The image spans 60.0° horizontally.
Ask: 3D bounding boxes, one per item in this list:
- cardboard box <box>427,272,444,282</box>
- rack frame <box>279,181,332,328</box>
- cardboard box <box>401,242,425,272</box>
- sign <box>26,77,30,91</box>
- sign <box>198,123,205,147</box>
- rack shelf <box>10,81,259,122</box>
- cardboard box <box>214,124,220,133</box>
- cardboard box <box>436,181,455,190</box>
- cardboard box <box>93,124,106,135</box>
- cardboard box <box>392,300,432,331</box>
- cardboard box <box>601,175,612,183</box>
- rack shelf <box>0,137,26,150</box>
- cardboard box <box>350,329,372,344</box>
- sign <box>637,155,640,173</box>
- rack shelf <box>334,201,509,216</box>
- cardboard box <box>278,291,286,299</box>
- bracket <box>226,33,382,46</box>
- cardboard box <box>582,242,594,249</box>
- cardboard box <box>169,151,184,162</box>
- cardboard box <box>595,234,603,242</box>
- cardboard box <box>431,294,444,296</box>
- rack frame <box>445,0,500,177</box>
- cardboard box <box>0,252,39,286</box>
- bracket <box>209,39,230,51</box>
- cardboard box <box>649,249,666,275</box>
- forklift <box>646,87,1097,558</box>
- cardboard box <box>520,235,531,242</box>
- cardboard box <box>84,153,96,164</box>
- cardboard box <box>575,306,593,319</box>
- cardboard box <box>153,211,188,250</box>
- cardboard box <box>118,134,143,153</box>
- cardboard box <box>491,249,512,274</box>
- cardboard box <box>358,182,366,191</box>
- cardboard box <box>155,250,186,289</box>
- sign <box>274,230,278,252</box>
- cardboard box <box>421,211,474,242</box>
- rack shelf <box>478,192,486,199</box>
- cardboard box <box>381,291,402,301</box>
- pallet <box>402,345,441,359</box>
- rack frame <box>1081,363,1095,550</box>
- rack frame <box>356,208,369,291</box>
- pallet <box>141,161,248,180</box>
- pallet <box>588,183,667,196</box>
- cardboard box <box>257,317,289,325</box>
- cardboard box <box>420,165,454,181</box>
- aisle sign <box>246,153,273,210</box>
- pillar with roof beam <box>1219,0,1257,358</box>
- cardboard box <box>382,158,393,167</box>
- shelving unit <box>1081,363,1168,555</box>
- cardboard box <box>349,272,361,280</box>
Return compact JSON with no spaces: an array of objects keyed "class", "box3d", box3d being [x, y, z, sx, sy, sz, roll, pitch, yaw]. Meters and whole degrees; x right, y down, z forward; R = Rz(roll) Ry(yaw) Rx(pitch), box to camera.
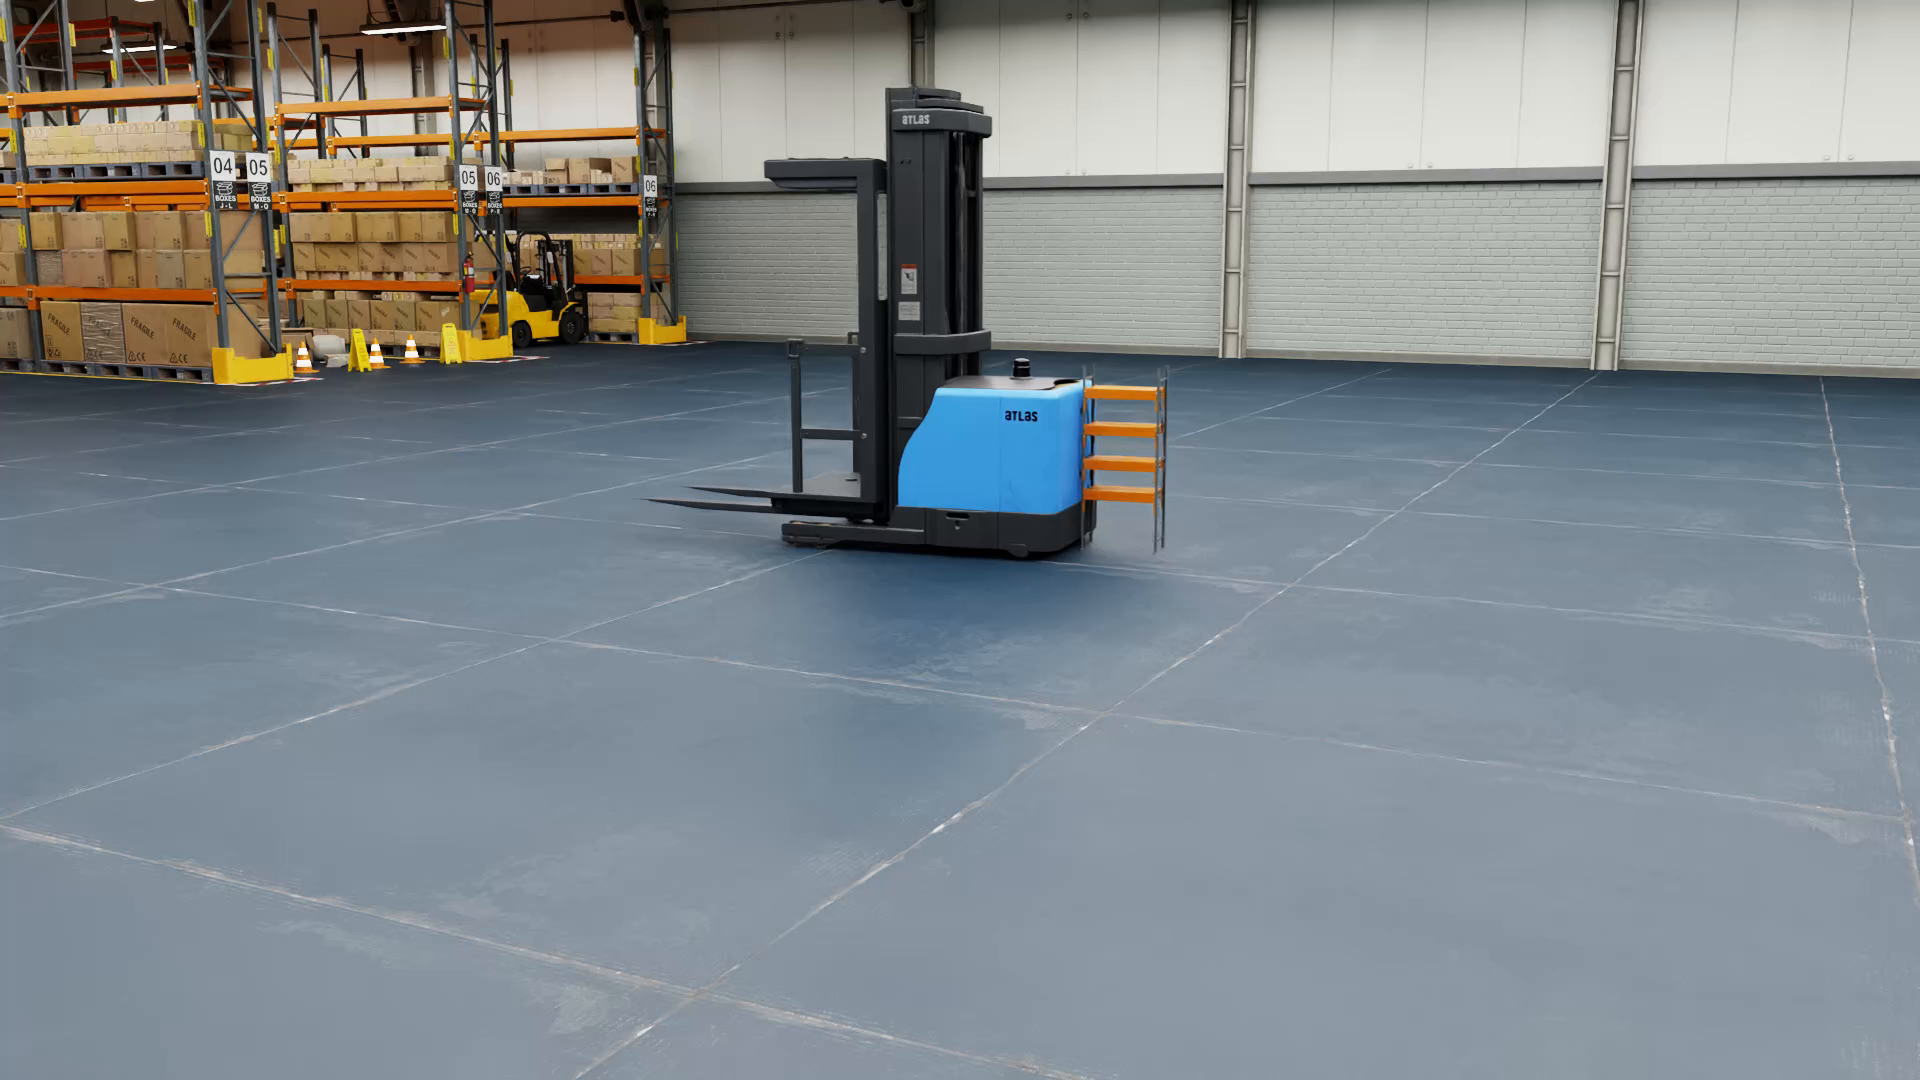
[{"class":"cardboard box","box3d":[-8.757,-4.440,28.043,0.250,0.149,0.380,5,11,25]},{"class":"rack frame","box3d":[-11.638,-4.881,29.776,0.127,3.000,1.000,5,11,26]},{"class":"cardboard box","box3d":[-9.107,-4.800,28.214,0.500,0.500,0.500,5,11,26]},{"class":"sign","box3d":[-18.583,-9.050,33.119,0.005,0.325,0.100,5,11,26]},{"class":"sign","box3d":[-10.403,-5.554,22.811,0.005,0.325,0.100,5,11,26]},{"class":"rack shelf","box3d":[-11.944,-6.326,24.059,4.000,0.370,1.077,5,11,26]},{"class":"cardboard box","box3d":[-10.534,-5.865,23.796,0.250,0.149,0.380,5,11,26]},{"class":"cardboard box","box3d":[-8.495,-5.902,27.698,0.250,0.149,0.380,5,11,26]},{"class":"cardboard box","box3d":[-12.197,-5.880,23.881,0.250,0.149,0.380,5,11,26]},{"class":"cardboard box","box3d":[-9.355,-3.850,28.518,0.500,0.500,0.500,6,12,28]},{"class":"cardboard box","box3d":[-6.736,-6.984,32.218,0.250,0.149,0.380,5,11,24]},{"class":"rack shelf","box3d":[-20.606,-8.070,33.695,4.000,0.370,1.077,5,11,26]},{"class":"cardboard box","box3d":[-10.268,-3.563,29.037,0.500,0.250,0.500,5,11,25]},{"class":"sign","box3d":[-6.111,-7.146,31.605,0.005,0.325,0.100,5,11,26]},{"class":"rack shelf","box3d":[-11.239,-6.954,34.826,4.000,0.370,1.077,5,11,26]},{"class":"cardboard box","box3d":[-14.962,-5.420,36.772,0.250,0.149,0.380,5,11,26]},{"class":"bracket","box3d":[-14.304,-10.933,36.262,4.783,0.066,0.076,5,11,26]},{"class":"cardboard box","box3d":[-7.219,-5.790,32.698,0.250,0.149,0.380,5,11,24]},{"class":"cardboard box","box3d":[-10.825,-5.367,23.287,0.250,0.149,0.380,5,11,26]},{"class":"cardboard box","box3d":[-6.945,-5.930,32.637,0.250,0.149,0.380,5,11,26]},{"class":"cardboard box","box3d":[-11.286,-4.873,35.219,0.625,0.625,0.875,5,11,23]},{"class":"rack frame","box3d":[-8.051,-7.518,27.500,0.127,3.000,1.000,5,11,26]},{"class":"cardboard box","box3d":[-14.324,-4.130,25.346,0.500,0.500,0.500,5,11,25]},{"class":"bracket","box3d":[-16.630,-11.137,37.391,0.430,0.232,0.235,5,11,26]},{"class":"cardboard box","box3d":[-6.180,-5.491,32.868,0.500,0.500,0.500,5,12,28]},{"class":"forklift","box3d":[-0.649,-1.470,11.122,3.031,2.935,1.130,4,11,20]},{"class":"cardboard box","box3d":[-8.598,-6.055,33.324,0.250,0.149,0.380,5,12,27]},{"class":"cardboard box","box3d":[-12.419,-5.508,24.062,0.250,0.149,0.380,5,11,26]},{"class":"cardboard box","box3d":[-7.350,-4.525,32.949,0.500,0.250,0.500,5,11,25]},{"class":"cardboard box","box3d":[-11.000,-4.436,23.867,0.550,0.550,0.875,5,11,26]},{"class":"cardboard box","box3d":[-11.611,-5.645,23.700,0.500,0.250,0.500,5,11,25]},{"class":"cardboard box","box3d":[-9.163,-5.646,33.725,0.500,0.500,0.500,5,11,24]},{"class":"cardboard box","box3d":[-10.082,-6.048,28.506,0.250,0.149,0.380,5,11,26]},{"class":"cardboard box","box3d":[-11.006,-3.903,23.951,0.550,0.550,0.875,5,11,26]},{"class":"sign","box3d":[-9.900,-4.320,24.025,0.005,0.325,0.100,5,11,26]},{"class":"cardboard box","box3d":[-8.606,-5.259,27.940,0.500,0.500,0.700,5,11,24]},{"class":"rack shelf","box3d":[-9.845,-5.942,28.685,3.809,0.124,0.919,5,11,26]},{"class":"cardboard box","box3d":[-9.704,-4.189,28.565,0.250,0.149,0.380,6,12,28]},{"class":"pallet","box3d":[-8.832,-3.269,28.701,1.213,0.211,1.003,5,11,26]},{"class":"rack frame","box3d":[0.836,-0.545,10.872,0.015,1.200,0.240,4,11,20]},{"class":"rack frame","box3d":[-13.034,-5.989,35.897,0.053,2.616,0.949,5,11,26]},{"class":"pallet","box3d":[-10.821,-5.256,23.677,1.213,0.211,1.003,5,11,26]},{"class":"pallet","box3d":[-6.481,-6.851,32.488,1.213,0.211,1.003,5,11,26]},{"class":"cardboard box","box3d":[-12.756,-3.892,30.509,0.625,0.372,0.950,6,12,29]},{"class":"cardboard box","box3d":[-8.629,-6.112,27.739,0.500,0.250,0.500,5,11,25]},{"class":"aisle sign","box3d":[-9.954,-5.089,23.625,0.004,0.787,0.394,5,11,26]},{"class":"pillar with roof beam","box3d":[2.773,-6.876,23.957,0.400,9.000,9.100,5,11,26]},{"class":"cardboard box","box3d":[-9.580,-6.407,28.252,0.250,0.149,0.380,5,11,24]},{"class":"shelving unit","box3d":[1.065,-0.530,10.790,0.503,1.200,0.258,4,11,20]},{"class":"cardboard box","box3d":[-10.355,-4.579,28.813,0.250,0.149,0.380,5,11,26]}]
